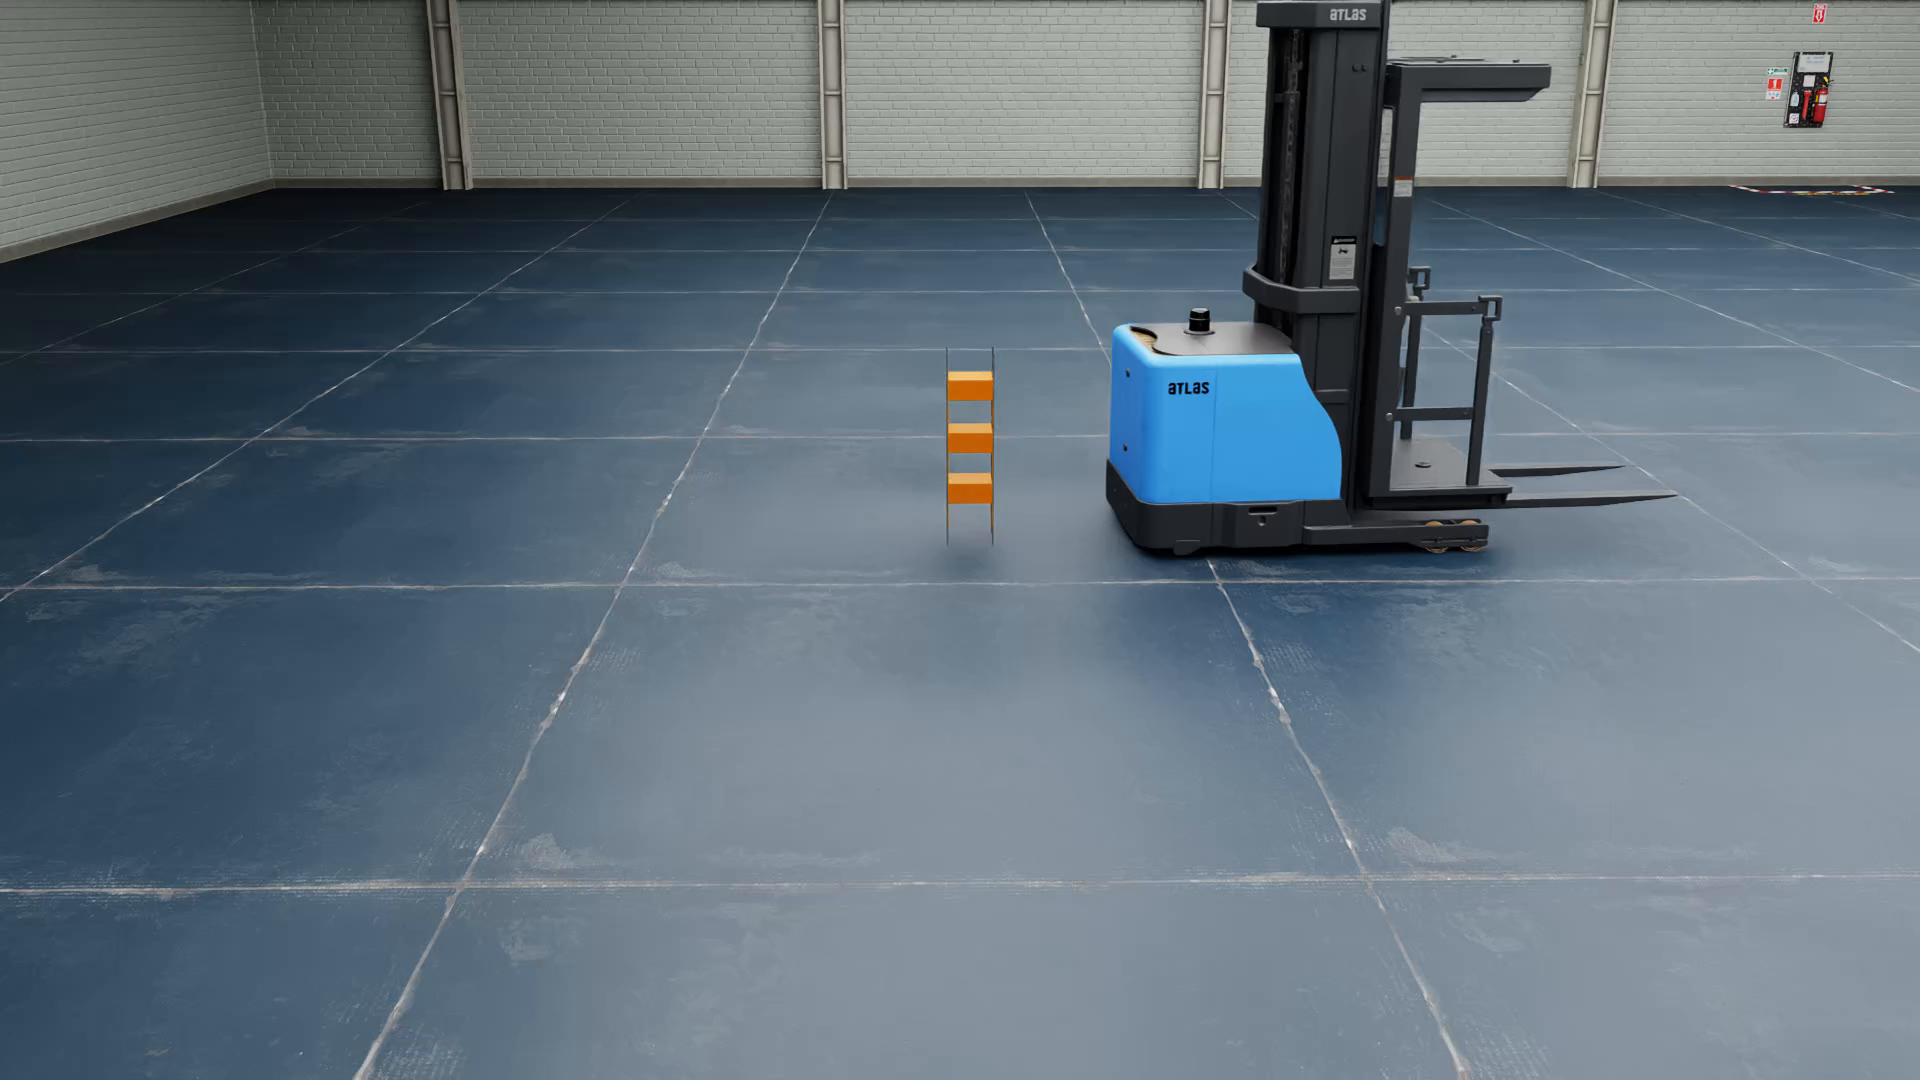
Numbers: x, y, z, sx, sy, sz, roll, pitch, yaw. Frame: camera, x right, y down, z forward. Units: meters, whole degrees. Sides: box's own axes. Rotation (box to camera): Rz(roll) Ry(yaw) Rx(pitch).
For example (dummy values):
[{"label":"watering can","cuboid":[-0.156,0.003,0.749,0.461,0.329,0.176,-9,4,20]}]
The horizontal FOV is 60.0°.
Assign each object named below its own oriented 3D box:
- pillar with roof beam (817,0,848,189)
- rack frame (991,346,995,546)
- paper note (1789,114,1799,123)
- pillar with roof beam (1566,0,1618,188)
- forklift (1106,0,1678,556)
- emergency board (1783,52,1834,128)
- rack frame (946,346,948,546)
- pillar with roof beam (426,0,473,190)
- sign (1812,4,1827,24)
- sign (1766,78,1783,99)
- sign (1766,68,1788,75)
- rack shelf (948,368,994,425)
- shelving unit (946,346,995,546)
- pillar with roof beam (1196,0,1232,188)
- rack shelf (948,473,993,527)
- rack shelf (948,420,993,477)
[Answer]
[{"label":"pillar with roof beam","cuboid":[-1.928,-8.602,21.131,0.400,9.000,9.100,0,18,-1]},{"label":"rack frame","cuboid":[0.175,-0.501,8.890,0.008,1.050,0.200,0,18,-1]},{"label":"paper note","cuboid":[13.352,-6.748,26.613,0.142,0.148,0.016,0,18,-1]},{"label":"pillar with roof beam","cuboid":[10.071,-8.660,21.311,0.400,9.000,9.100,0,18,-1]},{"label":"forklift","cuboid":[2.388,-1.485,8.879,3.031,2.935,1.130,-2,18,-6]},{"label":"emergency board","cuboid":[13.531,-7.147,26.416,0.643,1.169,0.194,0,18,-1]},{"label":"rack frame","cuboid":[-0.068,-0.500,8.886,0.008,1.050,0.200,0,18,-1]},{"label":"pillar with roof beam","cuboid":[-7.927,-8.573,21.041,0.400,9.000,9.100,0,18,-1]},{"label":"sign","cuboid":[13.521,-8.281,26.156,0.199,0.298,0.001,0,18,-1]},{"label":"sign","cuboid":[12.976,-7.193,26.500,0.234,0.329,0.001,0,18,-1]},{"label":"sign","cuboid":[12.981,-7.442,26.411,0.331,0.109,0.001,0,18,-1]},{"label":"rack shelf","cuboid":[0.053,-0.760,8.805,0.240,0.259,0.215,0,18,-1]},{"label":"shelving unit","cuboid":[0.053,-0.500,8.888,0.252,1.050,0.215,0,18,-1]},{"label":"pillar with roof beam","cuboid":[4.072,-8.631,21.221,0.400,9.000,9.100,0,18,-1]},{"label":"rack shelf","cuboid":[0.053,-0.225,8.976,0.240,0.259,0.215,0,18,-1]},{"label":"rack shelf","cuboid":[0.053,-0.490,8.891,0.240,0.259,0.215,0,18,-1]}]
